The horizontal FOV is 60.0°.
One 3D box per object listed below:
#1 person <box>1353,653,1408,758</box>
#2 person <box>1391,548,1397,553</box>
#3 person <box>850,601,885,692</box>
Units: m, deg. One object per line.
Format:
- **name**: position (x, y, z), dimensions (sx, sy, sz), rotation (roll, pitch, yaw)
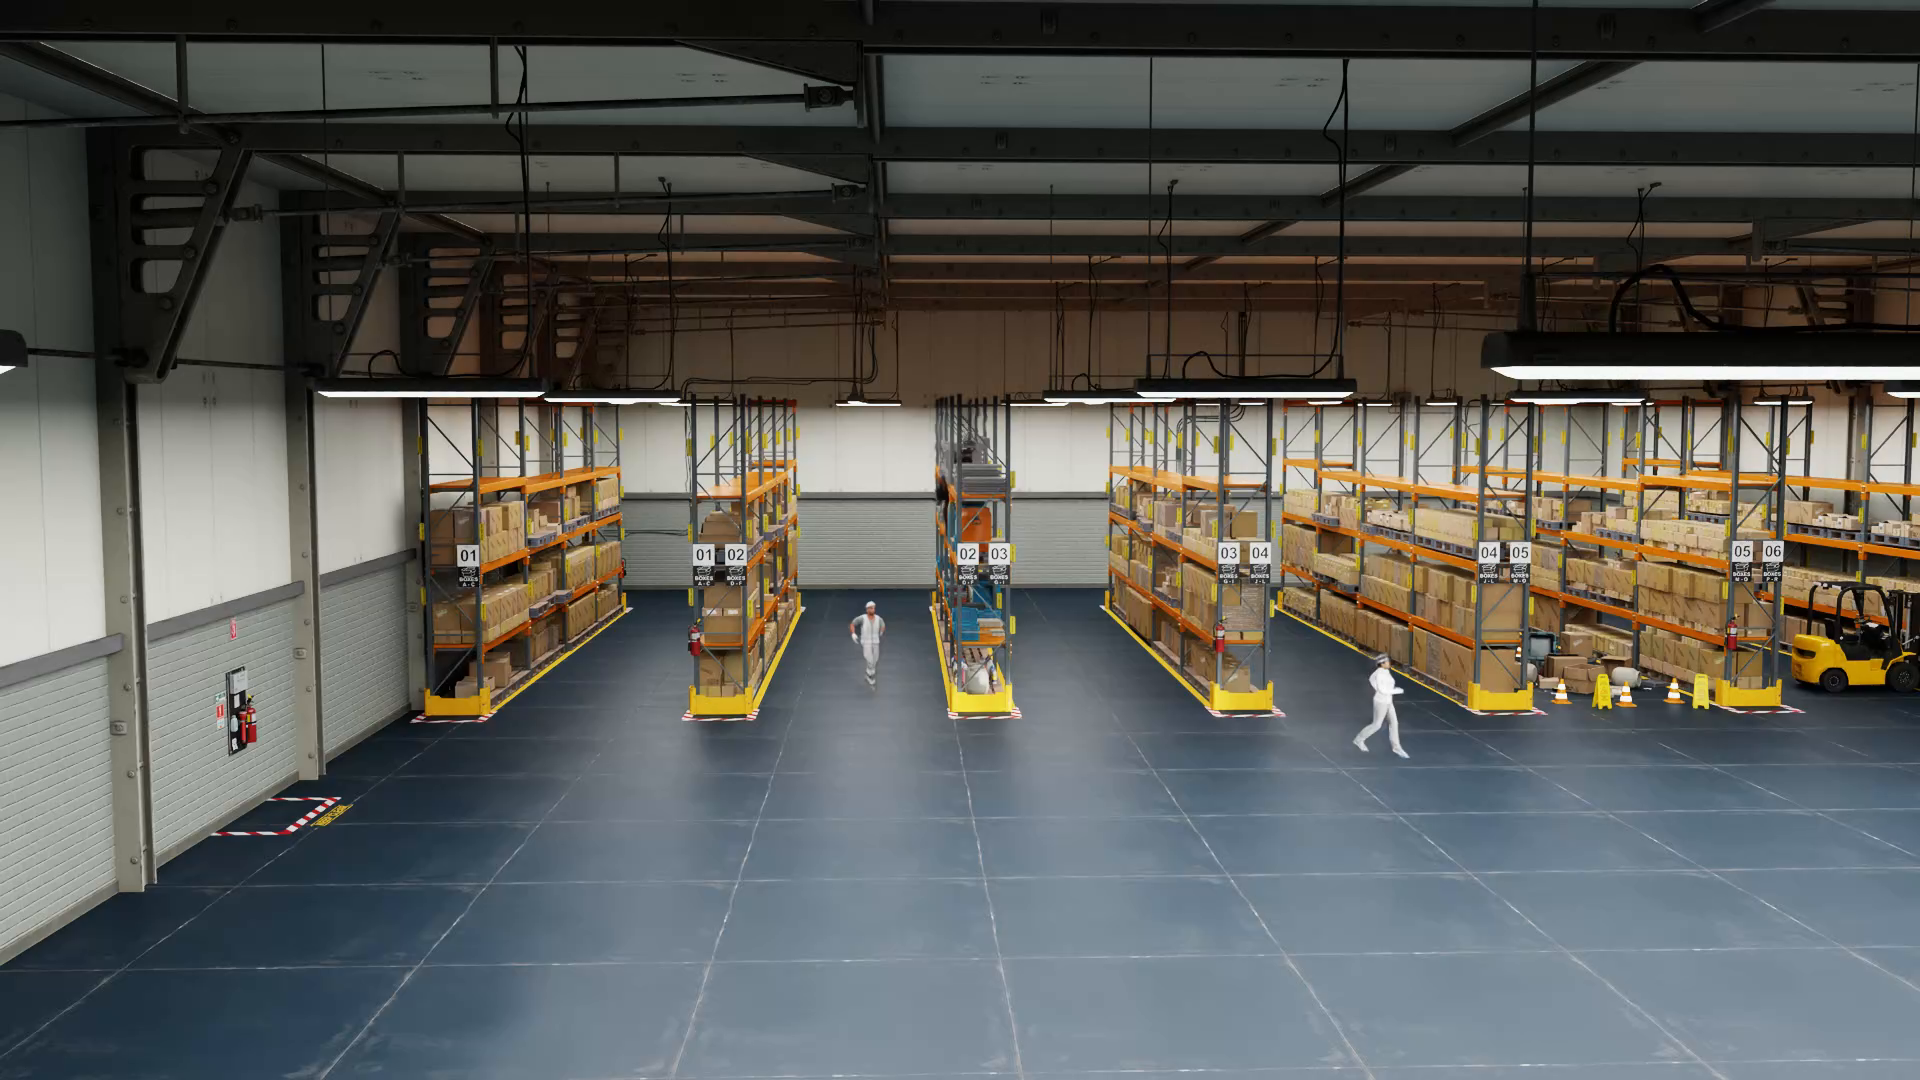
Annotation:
- **person**: position (6.942, 2.709, 27.392), dimensions (0.896, 1.724, 0.600), rotation (2, 5, 25)
- **person**: position (12.721, 0.981, 48.922), dimensions (0.705, 1.824, 0.632), rotation (0, 5, -5)
- **person**: position (-1.846, 2.162, 34.040), dimensions (0.669, 1.810, 0.816), rotation (-2, 5, -25)
